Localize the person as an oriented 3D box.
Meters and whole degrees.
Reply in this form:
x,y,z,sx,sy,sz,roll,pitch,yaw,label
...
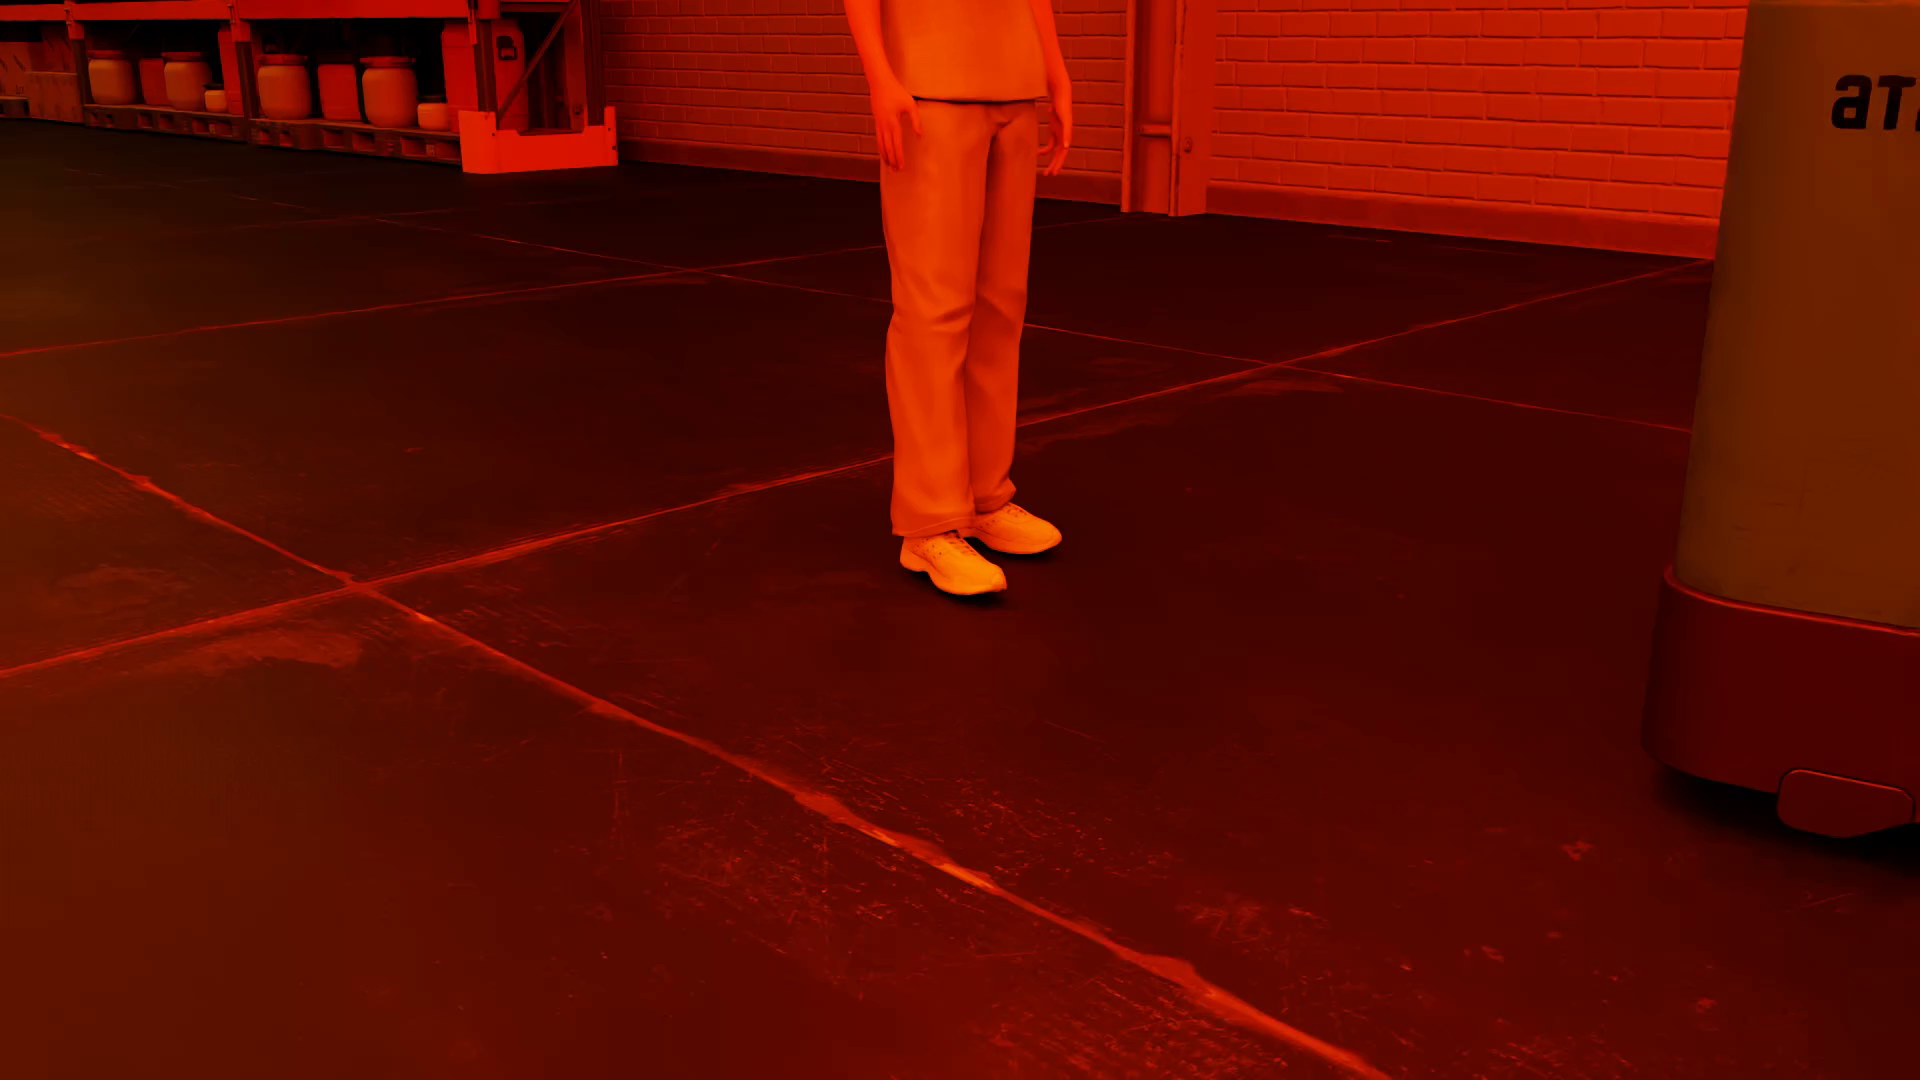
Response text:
x,y,z,sx,sy,sz,roll,pitch,yaw,label
0.043,-0.785,3.088,0.549,1.665,0.549,16,23,42,person

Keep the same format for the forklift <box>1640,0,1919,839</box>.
x,y,z,sx,sy,sz,roll,pitch,yaw,label
2.447,-0.938,1.462,3.031,2.935,1.130,10,20,30,forklift
